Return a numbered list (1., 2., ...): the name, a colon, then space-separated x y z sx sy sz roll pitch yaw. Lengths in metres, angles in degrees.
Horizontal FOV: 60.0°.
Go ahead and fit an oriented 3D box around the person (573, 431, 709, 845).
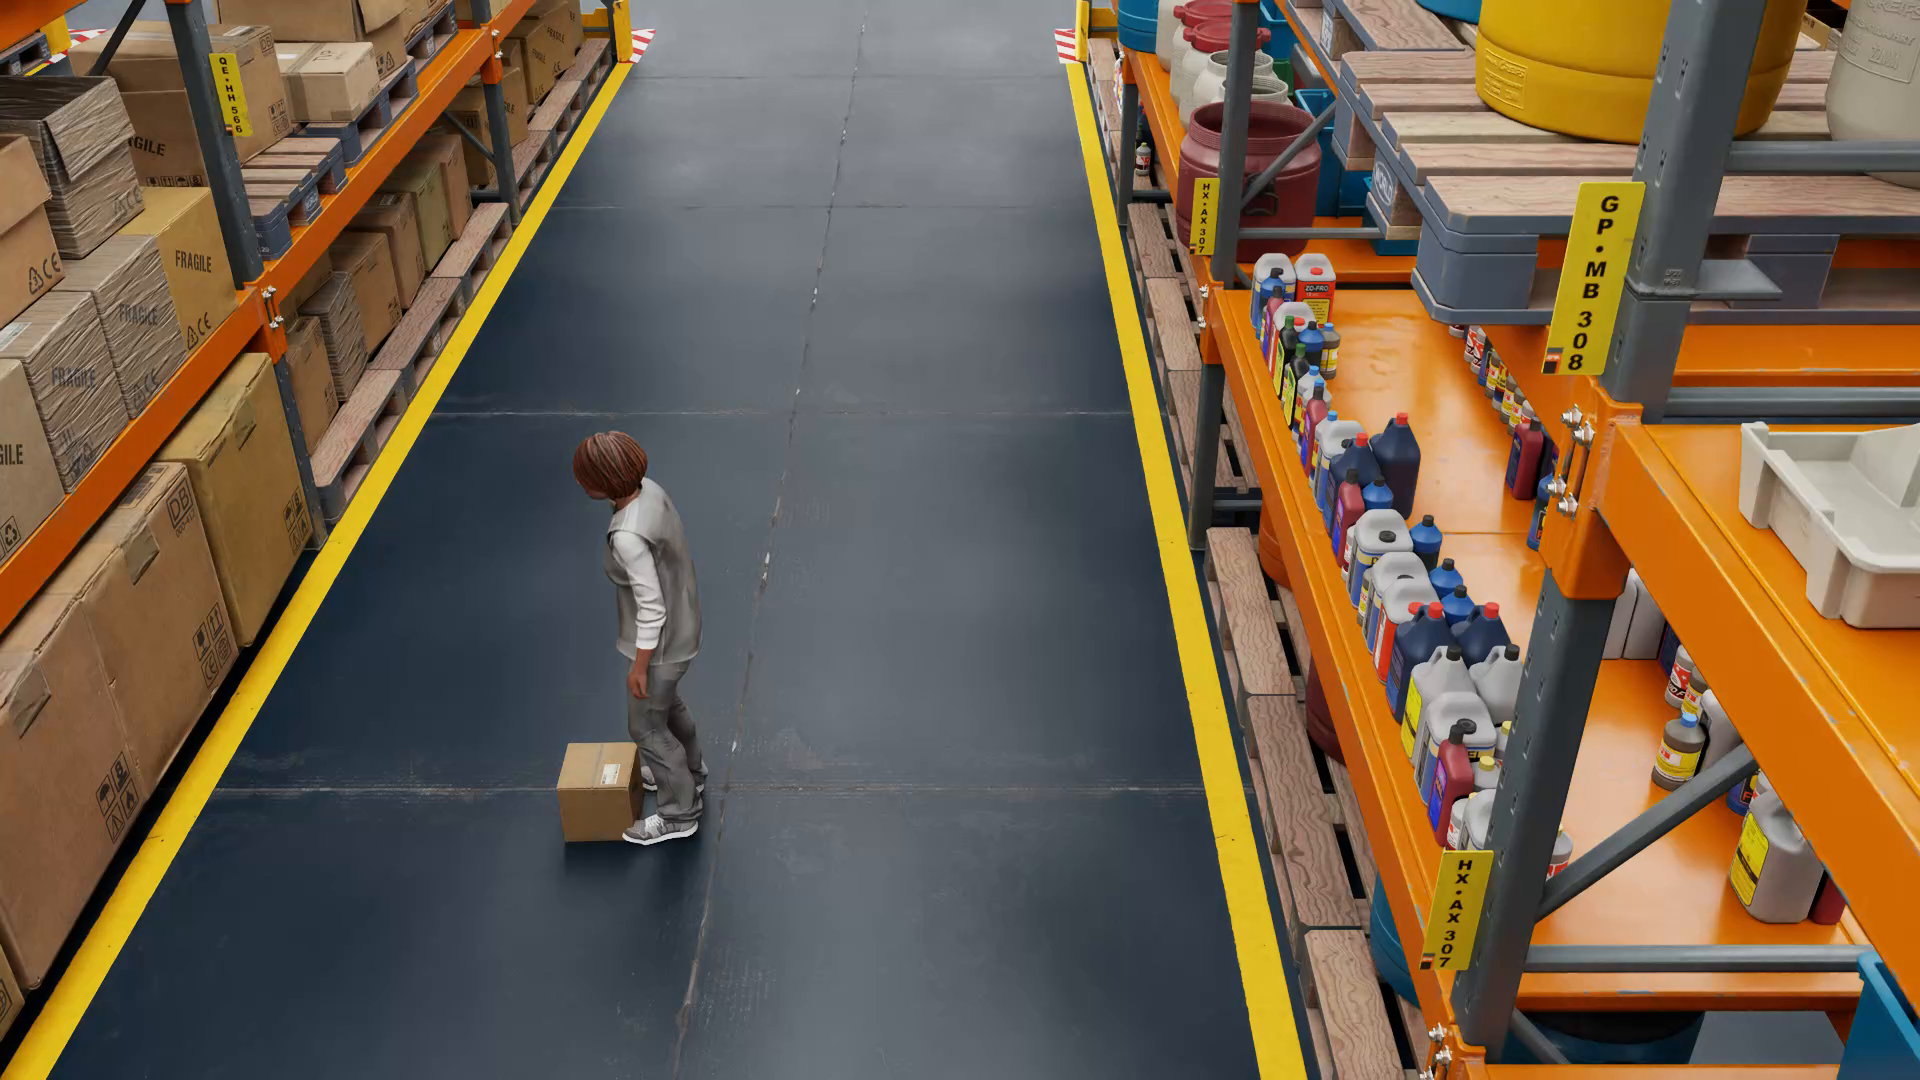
1. person: -1.040 0.335 5.620 0.345 1.581 0.485 -2 32 -3
